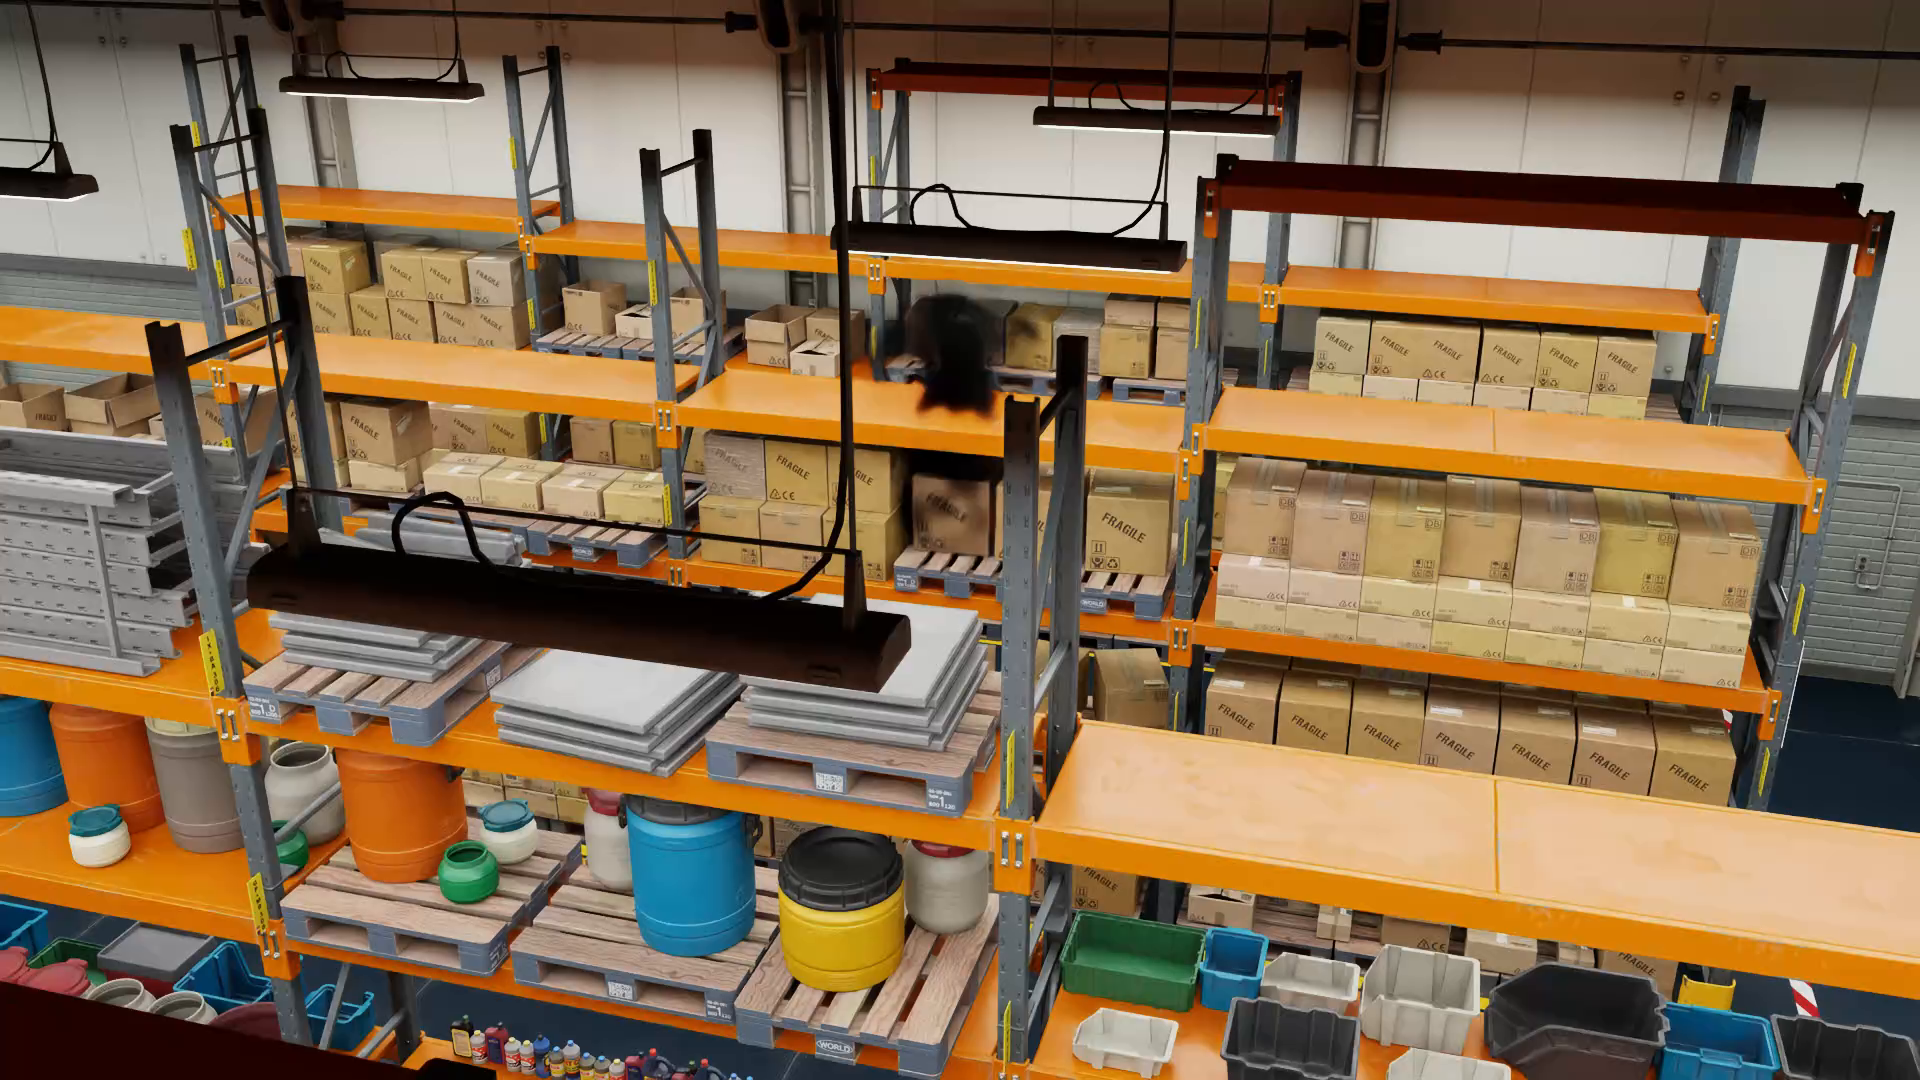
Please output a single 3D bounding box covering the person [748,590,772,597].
[{"bbox_3d":[-1.795,1.007,16.120,0.999,1.755,0.669,1,23,3],"label":"person"}]
